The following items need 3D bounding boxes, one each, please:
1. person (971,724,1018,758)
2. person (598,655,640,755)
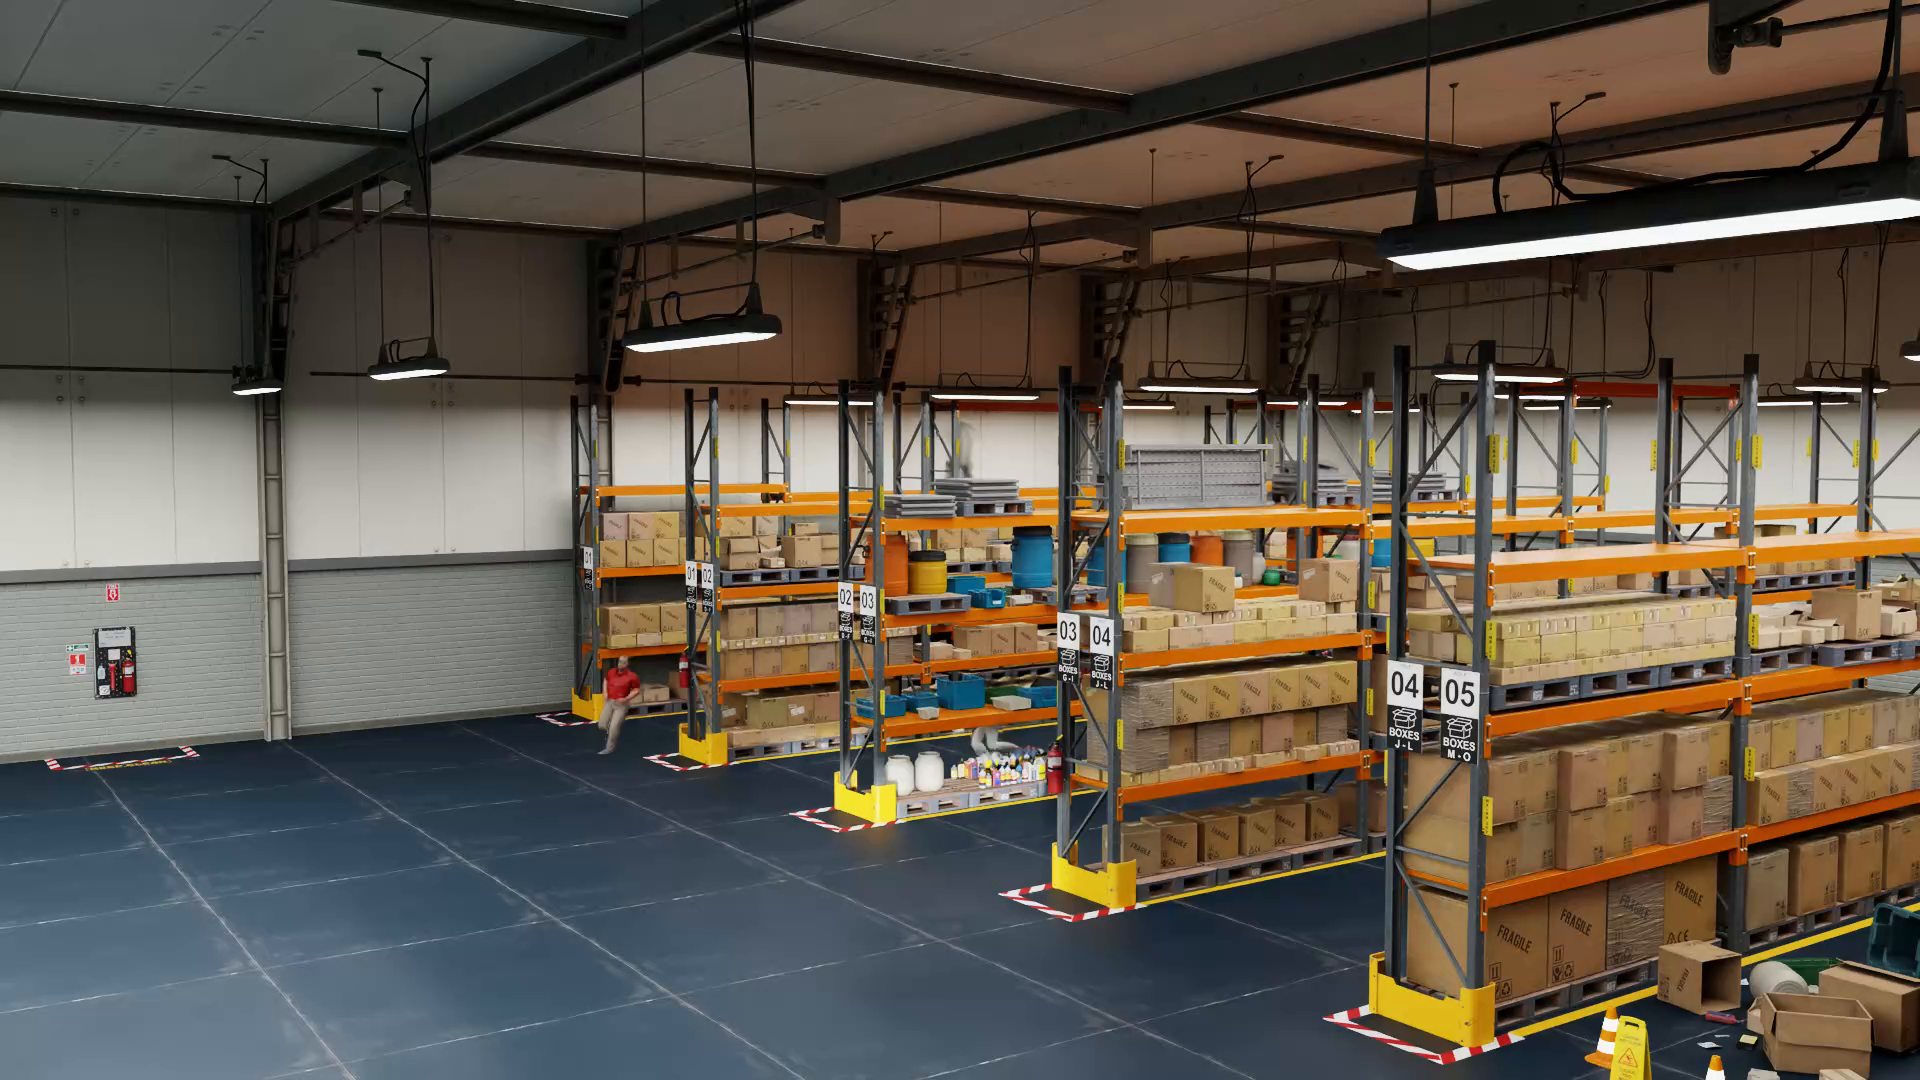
[{"bbox_3d":[0.509,2.868,25.974,0.964,1.514,0.567,-2,4,-30],"label":"person"},{"bbox_3d":[-5.603,2.706,27.351,0.749,1.651,0.612,1,4,15],"label":"person"}]
